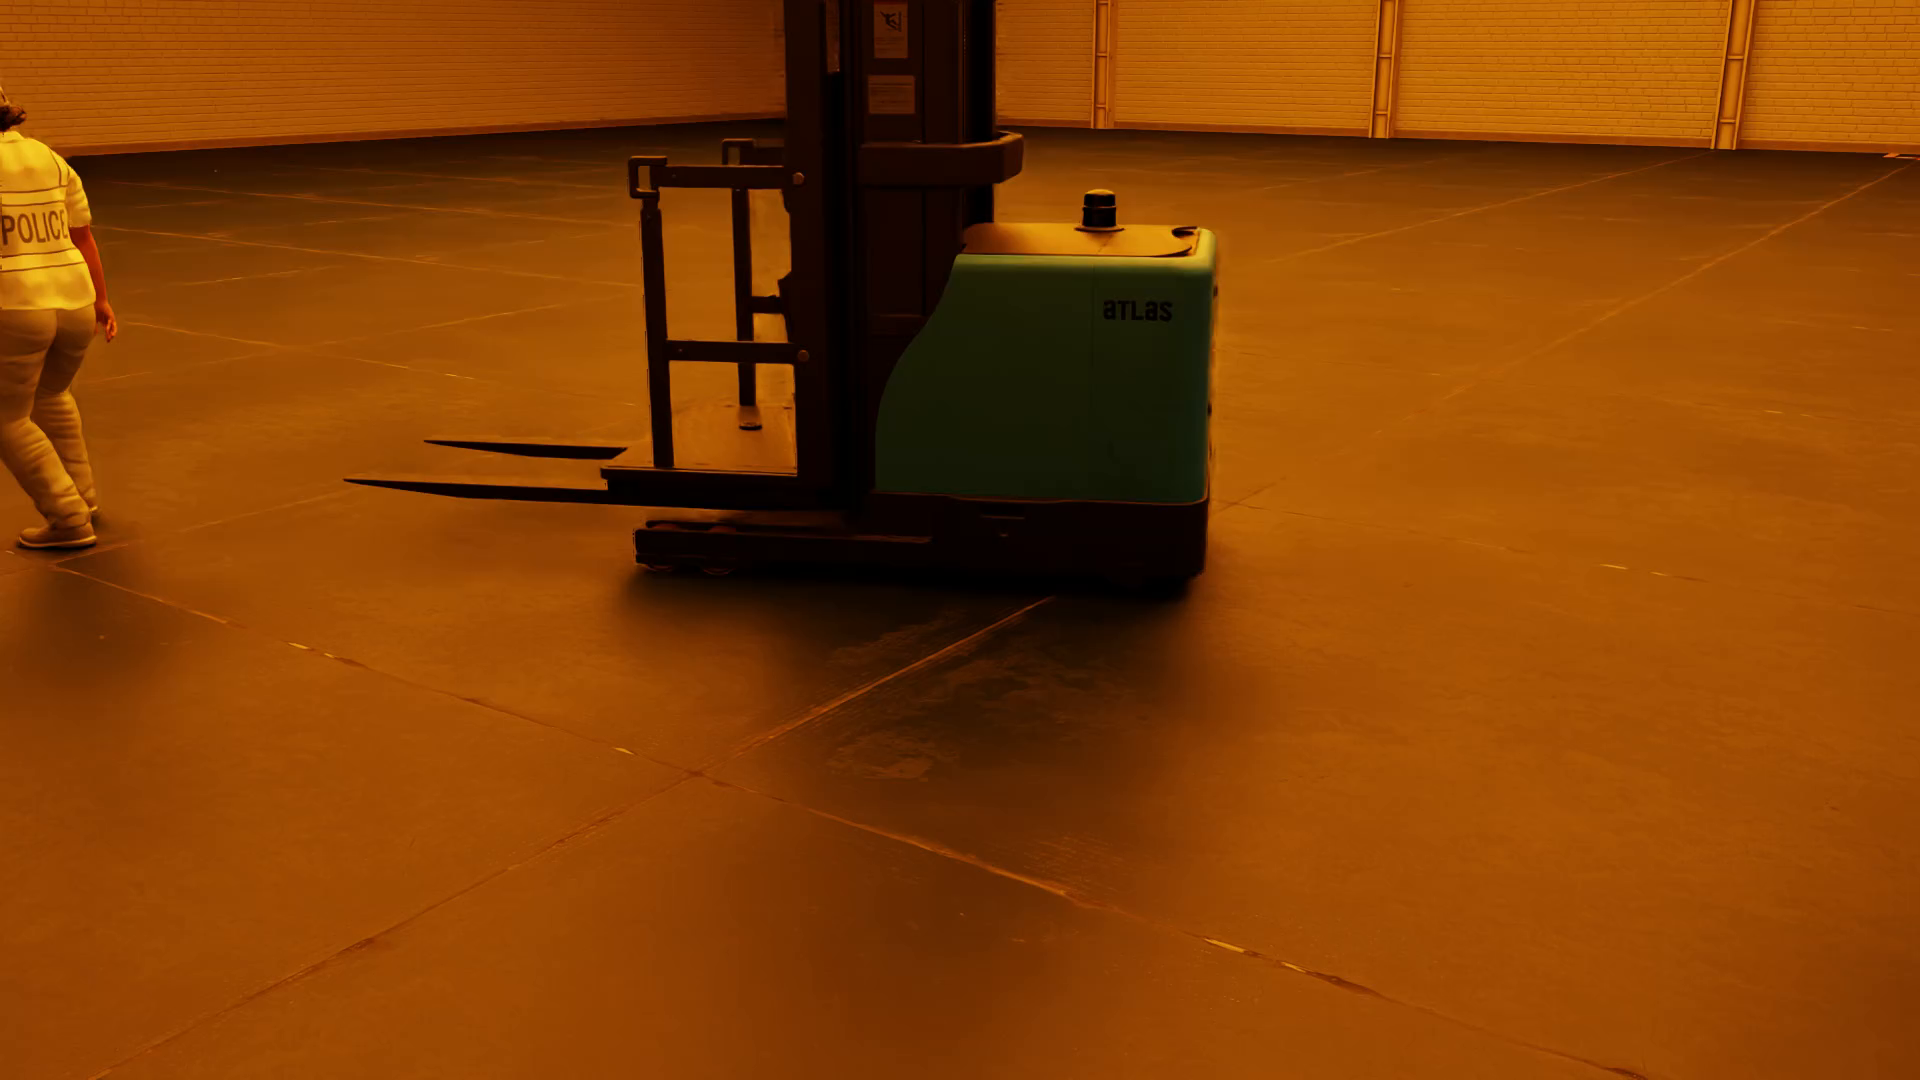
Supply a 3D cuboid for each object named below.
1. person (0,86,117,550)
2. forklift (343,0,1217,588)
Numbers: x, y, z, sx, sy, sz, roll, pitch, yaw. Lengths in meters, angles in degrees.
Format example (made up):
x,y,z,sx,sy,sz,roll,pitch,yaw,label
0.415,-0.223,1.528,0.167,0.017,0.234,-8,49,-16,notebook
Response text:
x,y,z,sx,sy,sz,roll,pitch,yaw,label
-3.300,-0.814,5.873,0.640,1.614,0.601,6,18,19,person
-0.639,-1.430,5.615,3.031,2.935,1.130,3,17,9,forklift
